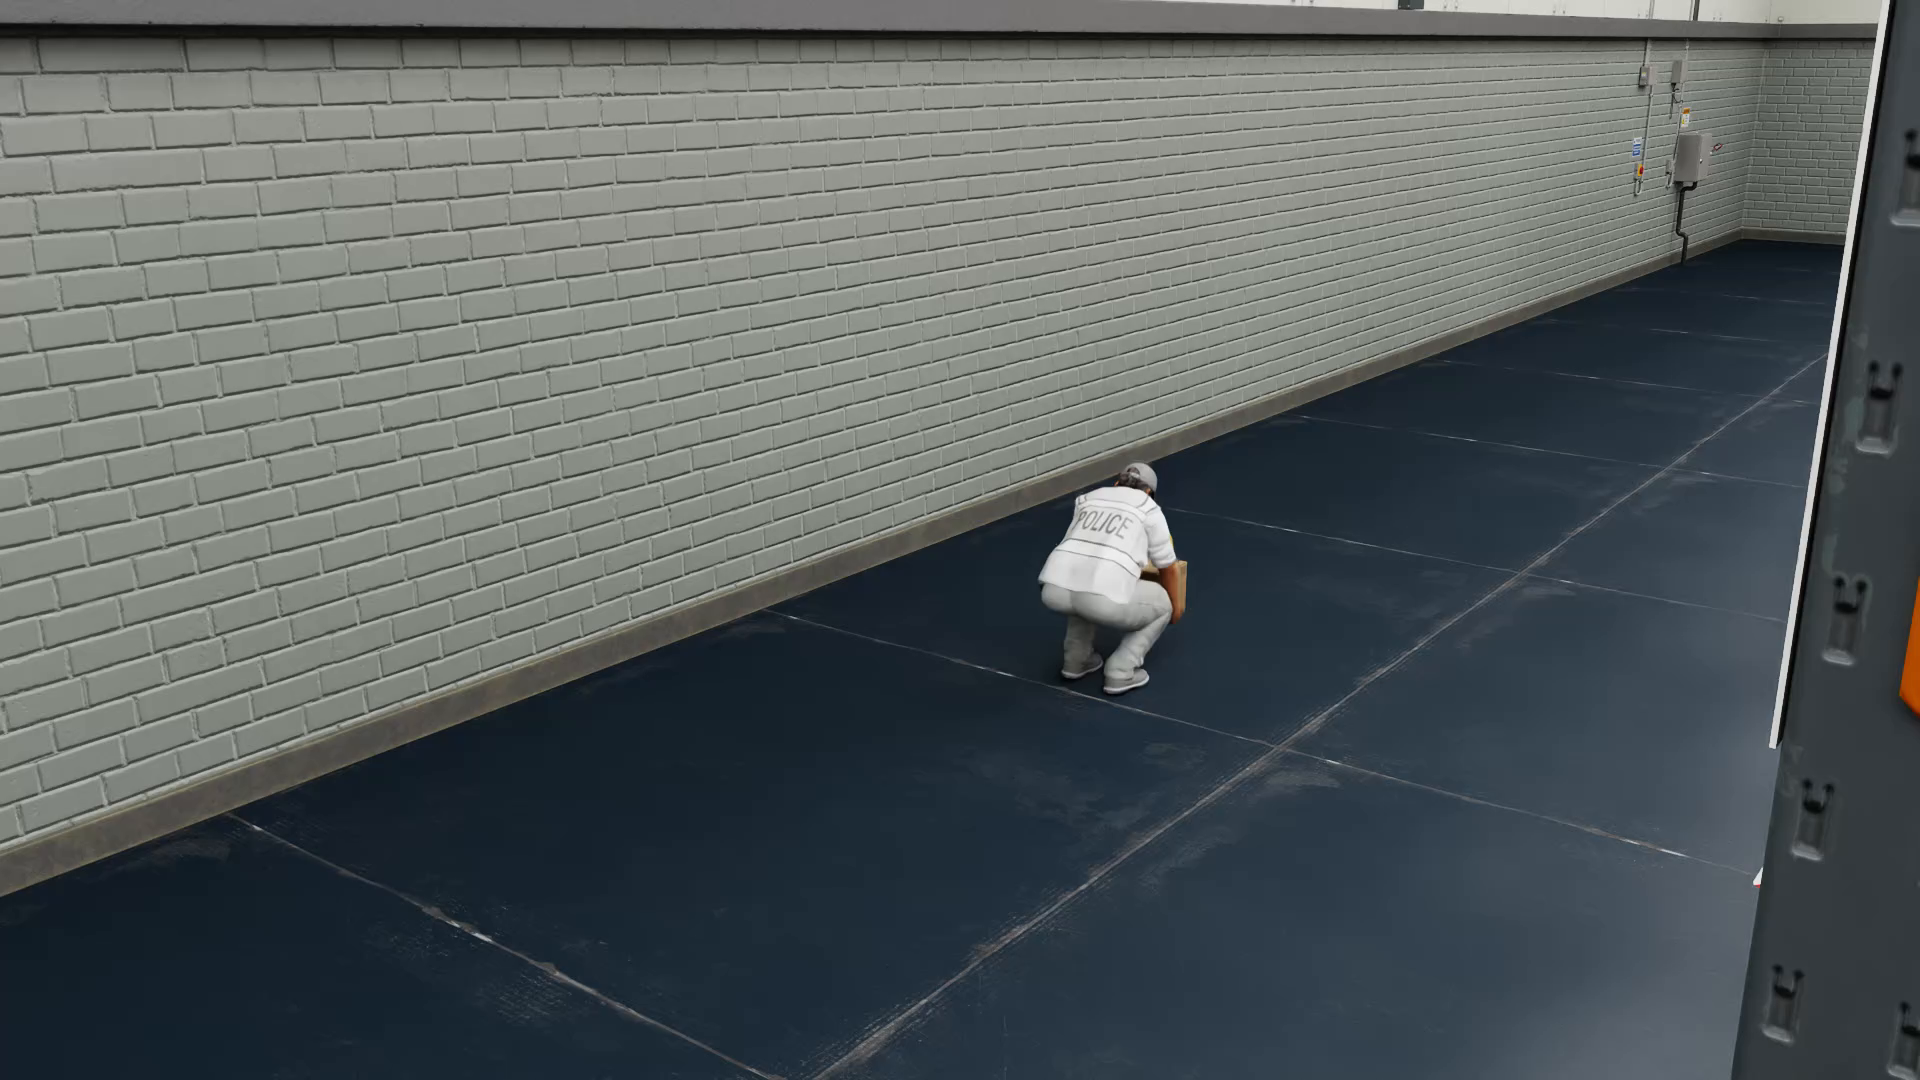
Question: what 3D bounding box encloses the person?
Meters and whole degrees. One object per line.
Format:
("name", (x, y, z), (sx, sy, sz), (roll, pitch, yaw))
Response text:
("person", (0.699, 0.173, 7.701), (0.528, 0.960, 0.848), (12, 20, 35))
